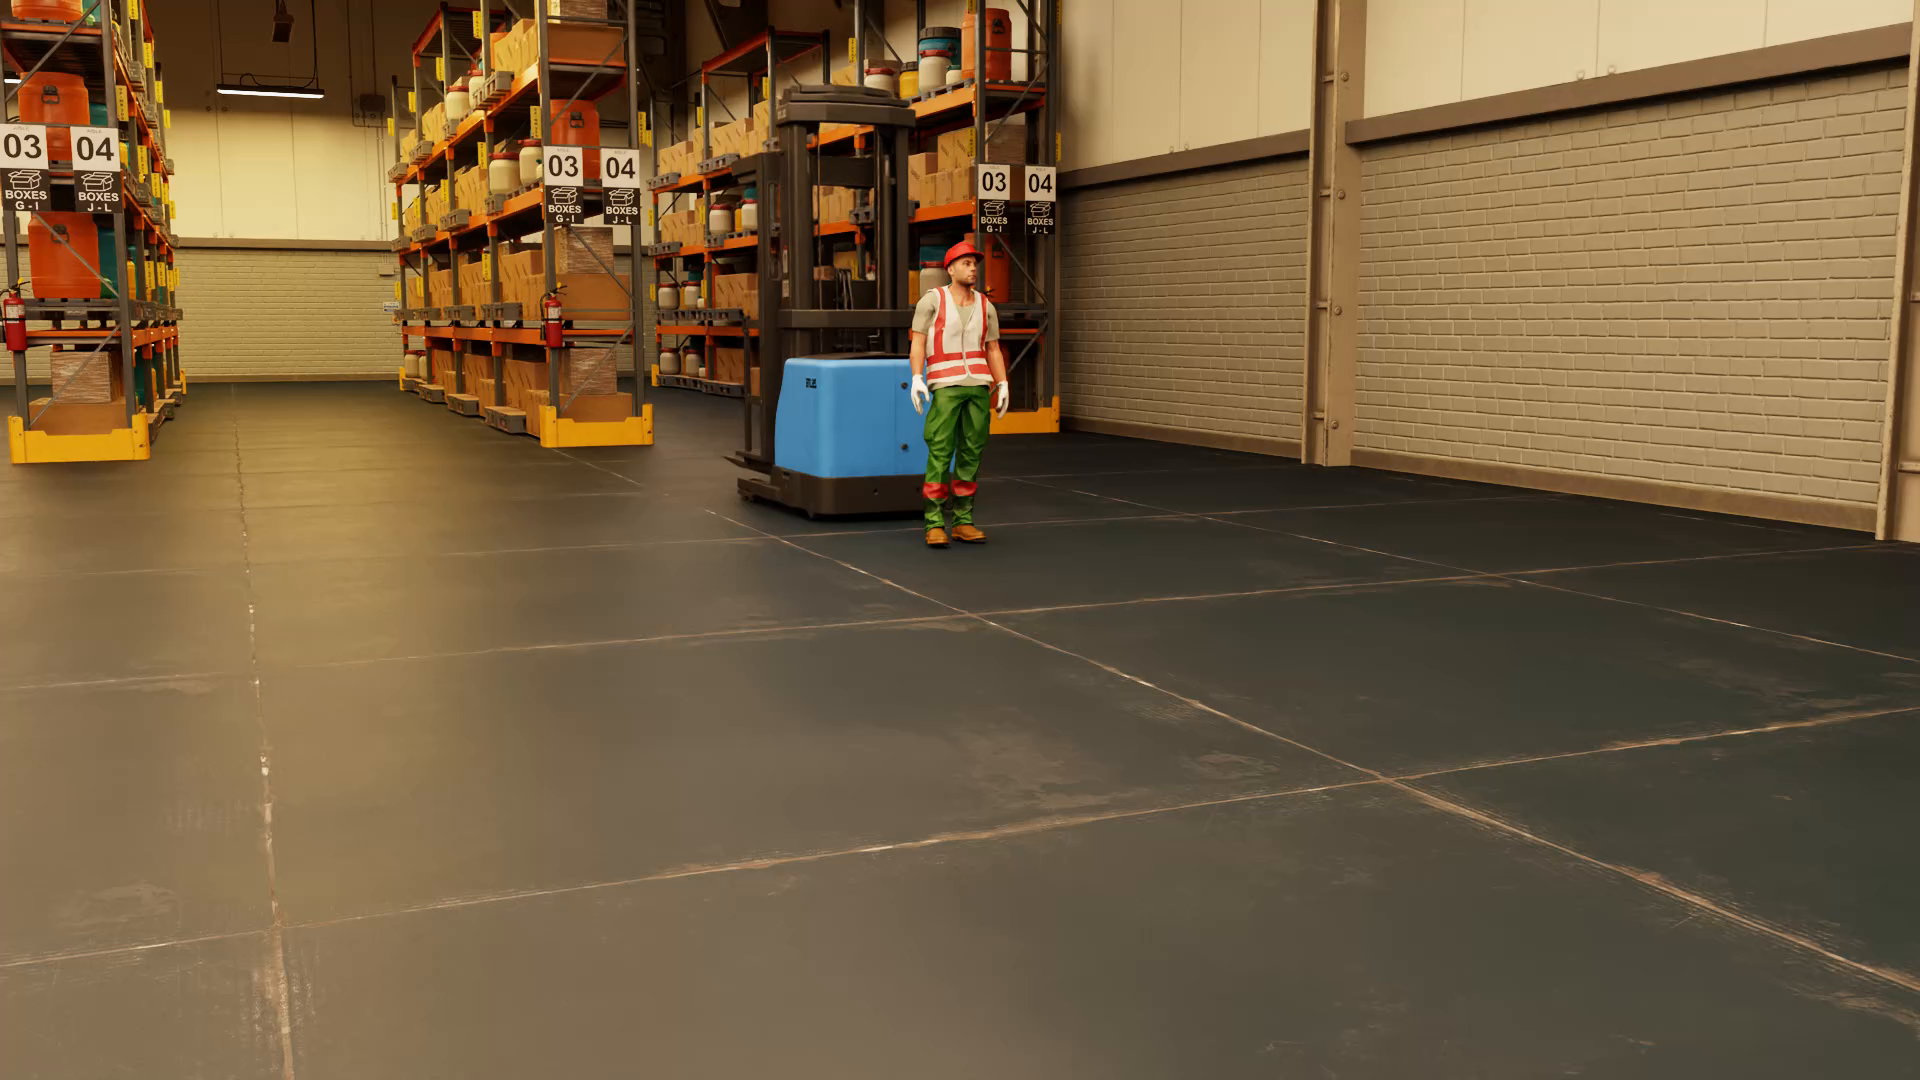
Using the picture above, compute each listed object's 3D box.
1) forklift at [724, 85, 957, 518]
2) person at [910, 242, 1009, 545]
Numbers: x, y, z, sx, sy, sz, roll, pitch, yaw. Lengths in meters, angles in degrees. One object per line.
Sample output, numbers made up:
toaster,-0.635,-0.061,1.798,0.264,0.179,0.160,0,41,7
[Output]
forklift,-1.022,-1.753,12.241,1.130,2.935,3.031,-3,8,-23
person,0.021,-0.884,9.958,0.637,1.790,0.562,-3,8,-23
